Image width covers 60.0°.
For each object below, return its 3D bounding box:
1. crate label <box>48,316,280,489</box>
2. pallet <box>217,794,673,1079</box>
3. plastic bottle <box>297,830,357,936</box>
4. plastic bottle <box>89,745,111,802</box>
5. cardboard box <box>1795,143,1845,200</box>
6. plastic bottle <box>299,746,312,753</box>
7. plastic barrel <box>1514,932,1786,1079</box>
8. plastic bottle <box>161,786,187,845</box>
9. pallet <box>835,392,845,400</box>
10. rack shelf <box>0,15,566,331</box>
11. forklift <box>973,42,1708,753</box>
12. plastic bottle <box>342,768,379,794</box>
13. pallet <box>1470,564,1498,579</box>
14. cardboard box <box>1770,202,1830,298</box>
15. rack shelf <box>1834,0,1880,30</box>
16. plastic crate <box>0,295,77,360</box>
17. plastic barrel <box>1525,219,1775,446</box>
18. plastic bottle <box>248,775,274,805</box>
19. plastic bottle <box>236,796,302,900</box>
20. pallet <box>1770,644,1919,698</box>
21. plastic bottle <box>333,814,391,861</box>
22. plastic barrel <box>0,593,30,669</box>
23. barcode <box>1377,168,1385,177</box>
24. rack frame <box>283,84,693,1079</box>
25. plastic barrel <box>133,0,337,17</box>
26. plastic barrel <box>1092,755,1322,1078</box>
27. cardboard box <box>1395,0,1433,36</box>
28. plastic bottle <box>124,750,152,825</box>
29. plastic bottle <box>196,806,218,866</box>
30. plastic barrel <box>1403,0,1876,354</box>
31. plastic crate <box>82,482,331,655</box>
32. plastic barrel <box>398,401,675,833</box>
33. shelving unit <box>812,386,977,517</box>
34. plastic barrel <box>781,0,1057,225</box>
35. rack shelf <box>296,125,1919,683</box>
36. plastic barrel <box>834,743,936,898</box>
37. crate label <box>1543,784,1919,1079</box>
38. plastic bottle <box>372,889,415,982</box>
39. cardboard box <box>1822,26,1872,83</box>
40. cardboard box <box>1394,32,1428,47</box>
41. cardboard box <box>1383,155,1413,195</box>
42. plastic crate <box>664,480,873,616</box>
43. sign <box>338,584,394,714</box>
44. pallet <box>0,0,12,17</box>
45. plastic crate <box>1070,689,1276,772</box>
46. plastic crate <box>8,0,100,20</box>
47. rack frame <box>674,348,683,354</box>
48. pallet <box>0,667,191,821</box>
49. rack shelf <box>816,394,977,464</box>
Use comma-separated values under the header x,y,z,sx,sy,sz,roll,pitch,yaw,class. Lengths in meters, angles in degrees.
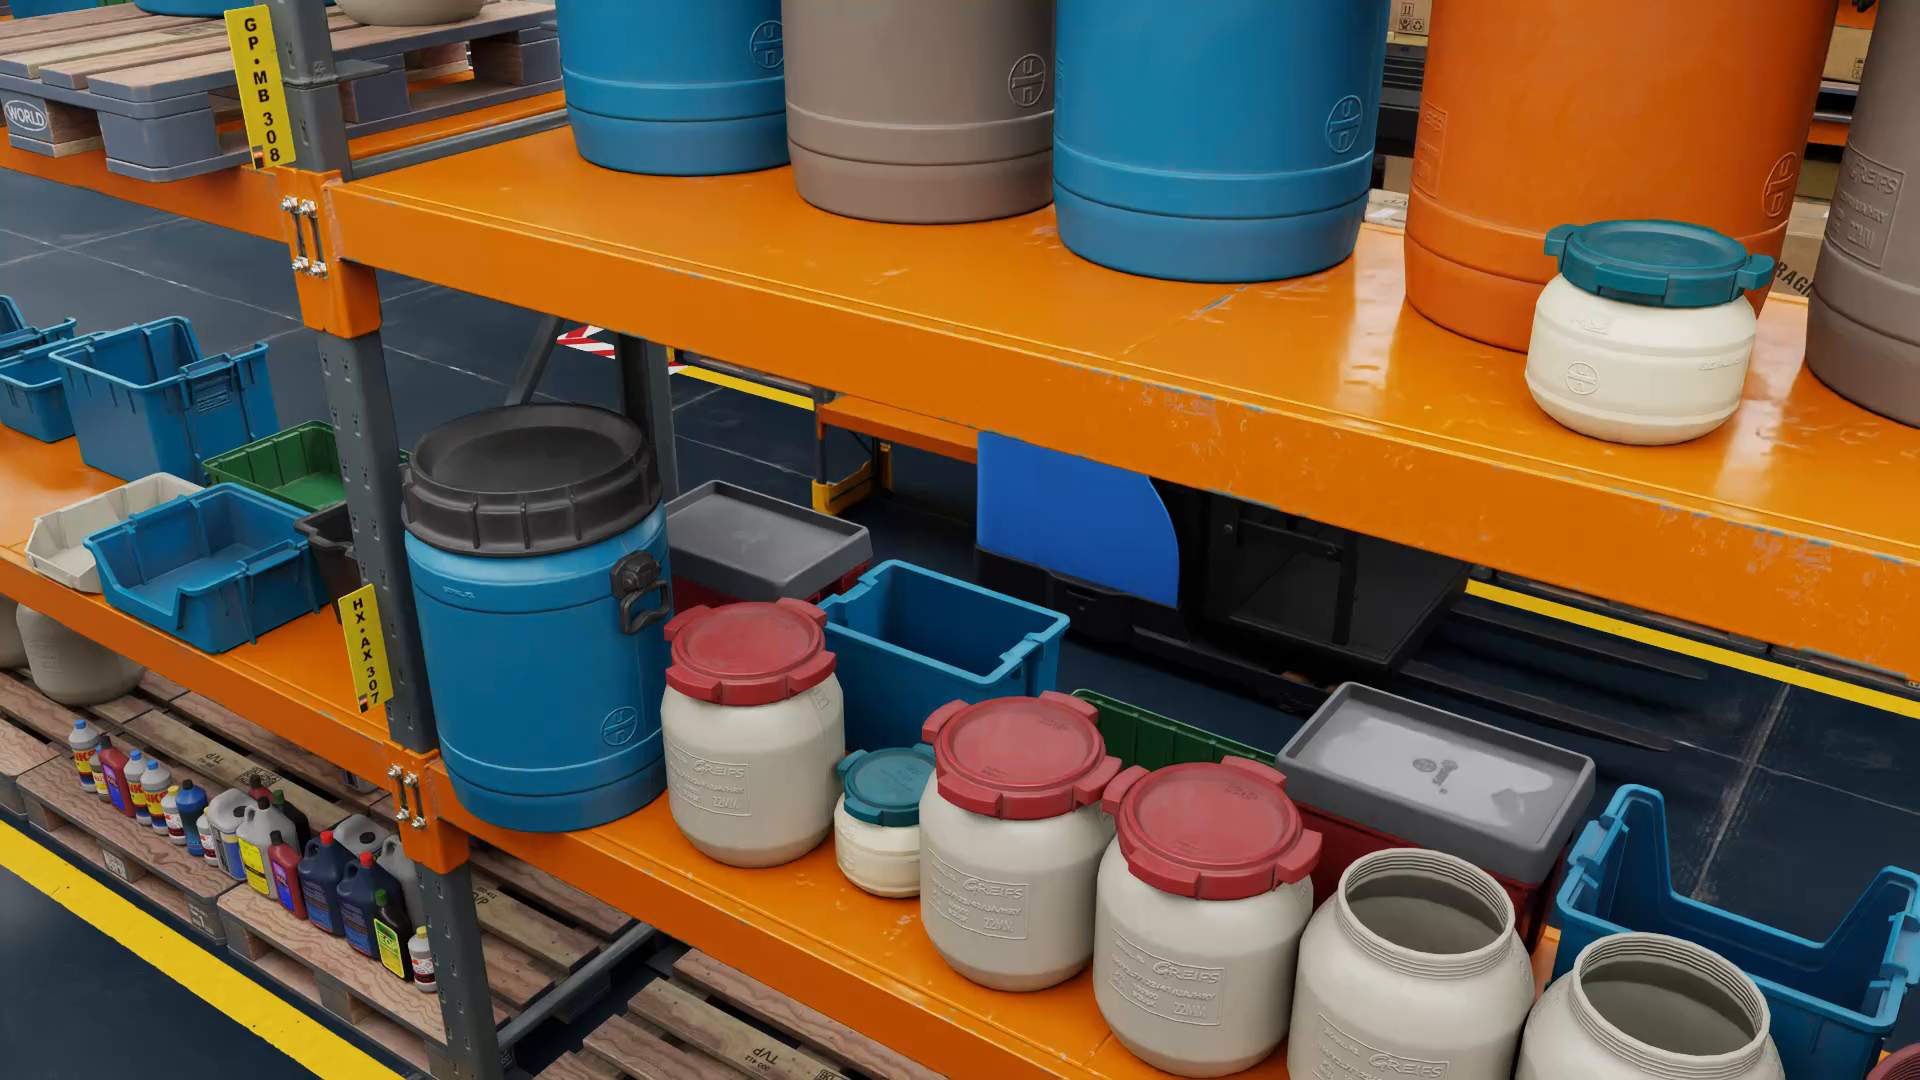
x,y,z,sx,sy,sz,roll,pitch,yaw,class
-2.772,-0.481,5.849,0.616,0.435,0.502,17,32,30,crate label
-1.675,1.245,5.571,1.213,0.211,1.003,17,32,30,pallet
-1.997,1.068,5.280,0.185,0.351,0.144,16,31,28,plastic bottle
-3.039,0.823,5.926,0.097,0.201,0.097,0,27,0,plastic bottle
5.876,-2.503,11.305,0.500,0.250,0.500,16,31,29,cardboard box
-2.429,0.684,6.199,0.097,0.201,0.097,0,27,0,plastic bottle
1.183,0.983,2.887,0.421,0.512,0.421,0,27,0,plastic barrel
-2.678,0.936,5.705,0.097,0.201,0.097,0,27,0,plastic bottle
0.021,-0.951,9.885,1.213,0.211,1.003,17,32,30,pallet
-2.794,-1.339,5.061,4.000,0.370,1.077,17,32,30,rack shelf
1.571,-0.824,6.637,3.031,2.935,1.130,17,31,30,forklift
-2.145,0.750,5.987,0.135,0.276,0.152,17,32,30,plastic bottle
2.292,-0.243,8.495,1.213,0.211,1.003,17,32,30,pallet
3.567,-1.103,6.999,0.500,0.500,0.500,15,31,28,cardboard box
3.311,-2.163,6.679,4.000,0.370,1.077,17,32,30,rack shelf
-3.860,-0.754,6.588,0.616,0.251,0.499,17,32,30,plastic crate
0.971,-0.297,2.372,0.301,0.262,0.301,0,27,0,plastic barrel
-2.336,0.932,5.621,0.133,0.283,0.061,17,32,30,plastic bottle
-2.264,0.985,5.443,0.185,0.351,0.144,17,32,30,plastic bottle
4.303,0.383,7.264,1.213,0.211,1.003,17,32,30,pallet
-1.934,1.039,5.418,0.135,0.276,0.152,17,32,30,plastic bottle
-3.857,0.225,6.780,0.421,0.512,0.421,0,27,0,plastic barrel
3.343,-2.926,13.228,0.075,0.075,0.001,17,32,30,barcode
-1.145,0.190,4.569,0.127,3.000,1.000,17,32,30,rack frame
-1.905,-1.853,4.260,0.708,0.901,0.600,17,32,30,plastic barrel
0.481,0.757,3.305,0.433,0.535,0.433,0,27,0,plastic barrel
3.484,-3.922,11.965,0.500,0.500,0.500,17,32,30,cardboard box
-2.842,0.853,5.789,0.097,0.271,0.097,0,27,0,plastic bottle
-2.508,0.988,5.601,0.097,0.201,0.097,0,27,0,plastic bottle
1.059,-0.771,2.676,0.708,0.830,0.600,17,32,30,plastic barrel
-2.211,0.074,4.961,0.616,0.251,0.499,17,32,30,plastic crate
-0.998,0.179,4.037,0.708,0.901,0.600,17,32,30,plastic barrel
-0.134,-0.708,7.988,1.083,1.500,0.587,17,31,30,shelving unit
-0.064,-1.152,3.347,0.600,0.901,0.600,0,27,0,plastic barrel
0.503,-0.312,3.042,4.000,0.370,1.077,17,32,30,rack shelf
-0.141,0.649,3.819,0.301,0.262,0.301,0,27,0,plastic barrel
1.486,0.846,3.242,0.616,0.435,0.502,17,32,30,crate label
-1.729,1.205,5.085,0.133,0.283,0.061,19,33,33,plastic bottle
5.881,-3.307,10.846,0.500,0.500,0.700,23,35,37,cardboard box
3.496,-3.595,12.150,0.500,0.250,0.500,17,32,31,cardboard box
3.586,-2.847,12.808,0.500,0.500,0.500,15,30,27,cardboard box
-0.573,0.172,4.535,0.583,0.464,0.402,17,32,30,plastic crate
-1.466,0.270,4.107,0.005,0.325,0.100,17,32,30,sign
-3.816,-1.840,5.460,1.213,0.211,1.003,17,32,30,pallet
0.450,0.627,3.945,0.662,0.188,0.450,17,32,30,plastic crate
-2.700,-1.789,5.169,0.575,0.384,0.392,17,32,30,plastic crate
-1.635,-2.688,10.224,0.127,3.000,1.000,17,32,30,rack frame
-3.687,0.619,6.802,1.213,0.211,1.003,17,32,30,pallet
-0.141,-0.550,8.074,1.000,0.185,0.538,17,31,30,rack shelf
